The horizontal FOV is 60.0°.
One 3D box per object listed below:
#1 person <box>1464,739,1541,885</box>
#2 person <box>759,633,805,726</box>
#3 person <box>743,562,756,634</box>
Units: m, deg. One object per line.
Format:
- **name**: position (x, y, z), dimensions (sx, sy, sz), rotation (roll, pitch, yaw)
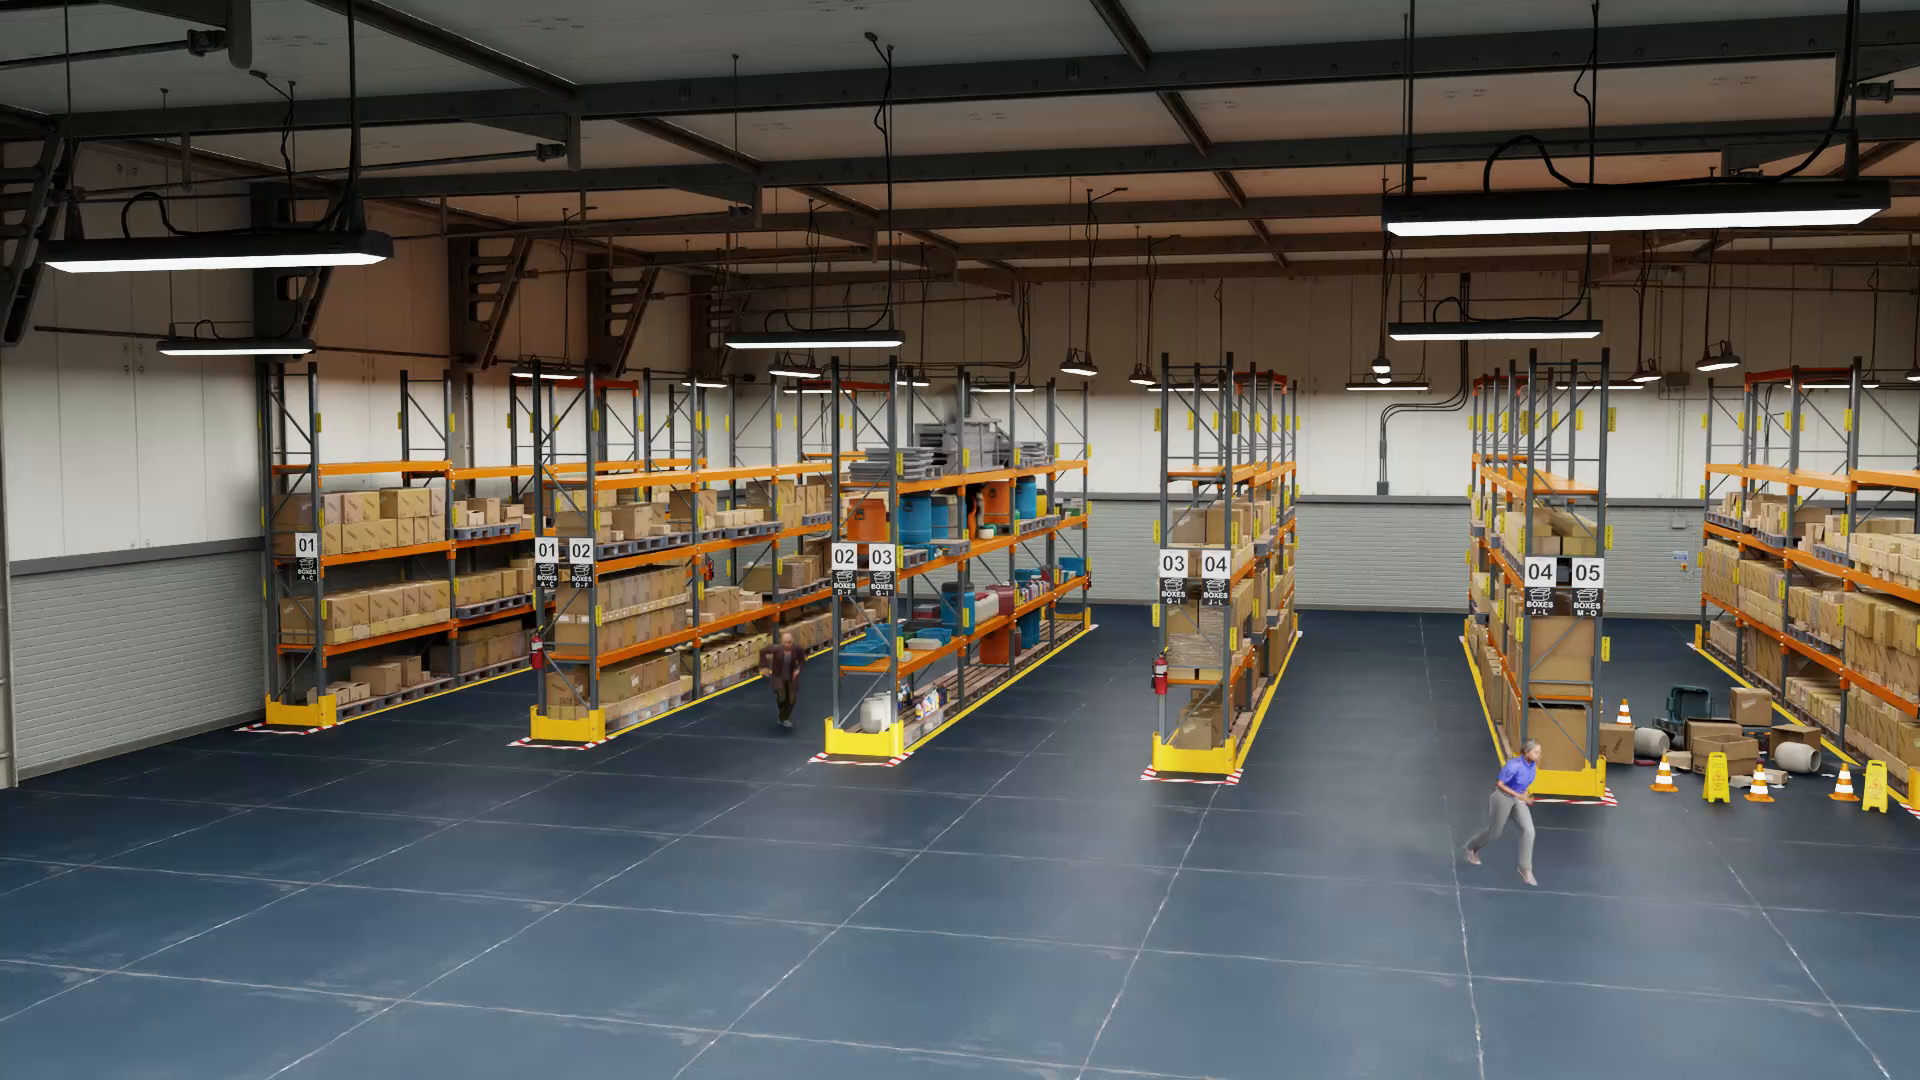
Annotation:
- **person**: position (6.015, 2.946, 18.412), dimensions (0.615, 1.616, 0.966), rotation (-3, 5, -36)
- **person**: position (-2.908, 2.296, 27.239), dimensions (0.736, 1.597, 0.869), rotation (-1, 4, -15)
- **person**: position (-4.792, 1.419, 38.565), dimensions (0.629, 1.843, 0.782), rotation (1, 4, 19)
